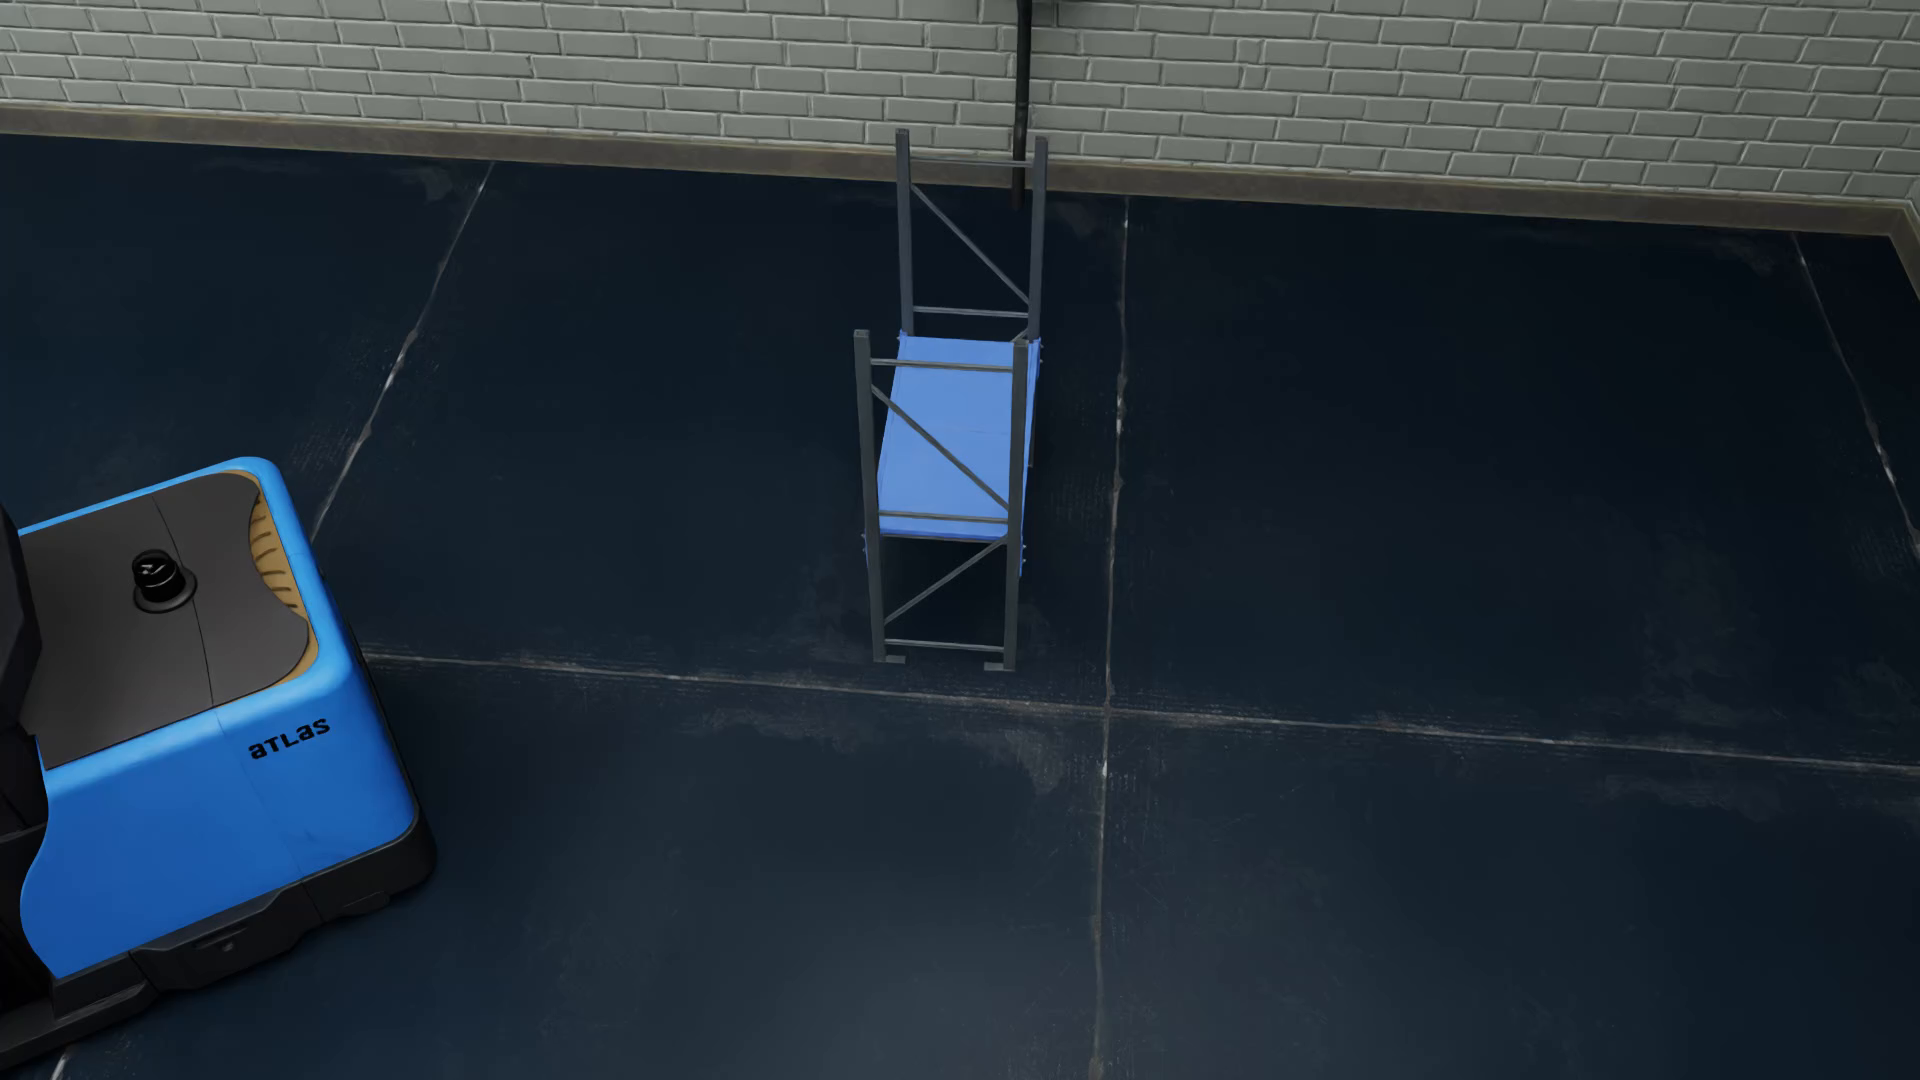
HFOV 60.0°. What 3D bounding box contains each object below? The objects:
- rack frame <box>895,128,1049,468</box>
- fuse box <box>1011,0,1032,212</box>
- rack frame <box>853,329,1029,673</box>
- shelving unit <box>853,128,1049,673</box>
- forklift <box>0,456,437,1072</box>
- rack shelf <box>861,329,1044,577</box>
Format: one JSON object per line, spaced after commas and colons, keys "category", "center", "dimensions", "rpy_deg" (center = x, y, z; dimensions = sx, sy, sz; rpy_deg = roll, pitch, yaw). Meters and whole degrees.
{"category": "rack frame", "center": [0.039, -0.817, 5.981], "dimensions": [0.500, 1.500, 0.032], "rpy_deg": [4, 48, 4]}
{"category": "fuse box", "center": [0.289, -2.080, 6.993], "dimensions": [0.539, 1.711, 0.414], "rpy_deg": [4, 48, 4]}
{"category": "rack frame", "center": [-0.054, -0.070, 5.298], "dimensions": [0.500, 1.500, 0.032], "rpy_deg": [4, 48, 4]}
{"category": "shelving unit", "center": [-0.008, -0.443, 5.639], "dimensions": [0.538, 1.500, 1.048], "rpy_deg": [4, 48, 4]}
{"category": "forklift", "center": [-3.190, 0.290, 3.998], "dimensions": [3.031, 2.935, 1.130], "rpy_deg": [-22, 51, -19]}
{"category": "rack shelf", "center": [-0.008, -0.322, 5.772], "dimensions": [0.538, 0.185, 1.000], "rpy_deg": [4, 48, 4]}
